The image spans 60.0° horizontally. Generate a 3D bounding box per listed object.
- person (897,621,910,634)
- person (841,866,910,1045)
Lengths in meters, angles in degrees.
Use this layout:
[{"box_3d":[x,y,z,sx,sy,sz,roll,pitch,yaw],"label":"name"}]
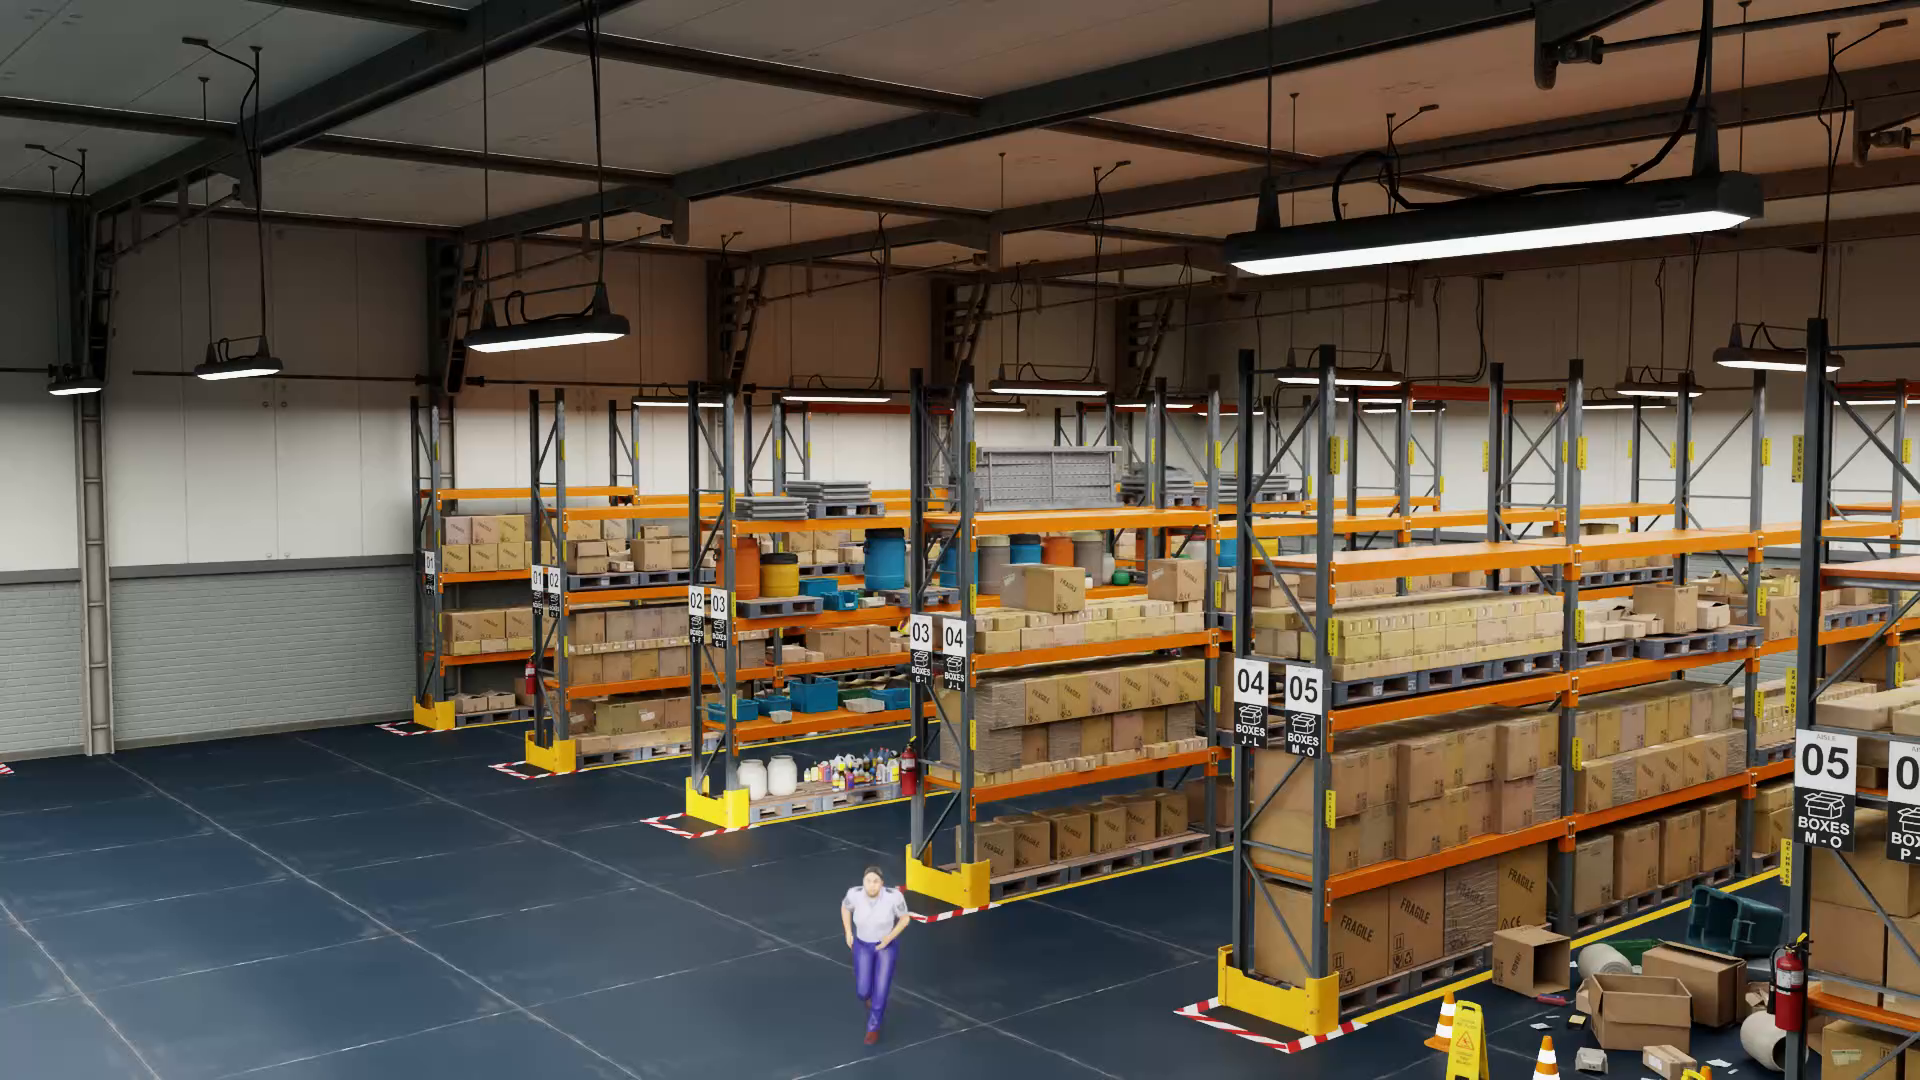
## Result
[{"box_3d":[-1.081,2.256,34.796,0.433,1.723,0.673,-3,5,-42],"label":"person"},{"box_3d":[-0.732,3.550,14.402,0.599,1.587,0.702,0,3,-1],"label":"person"}]
